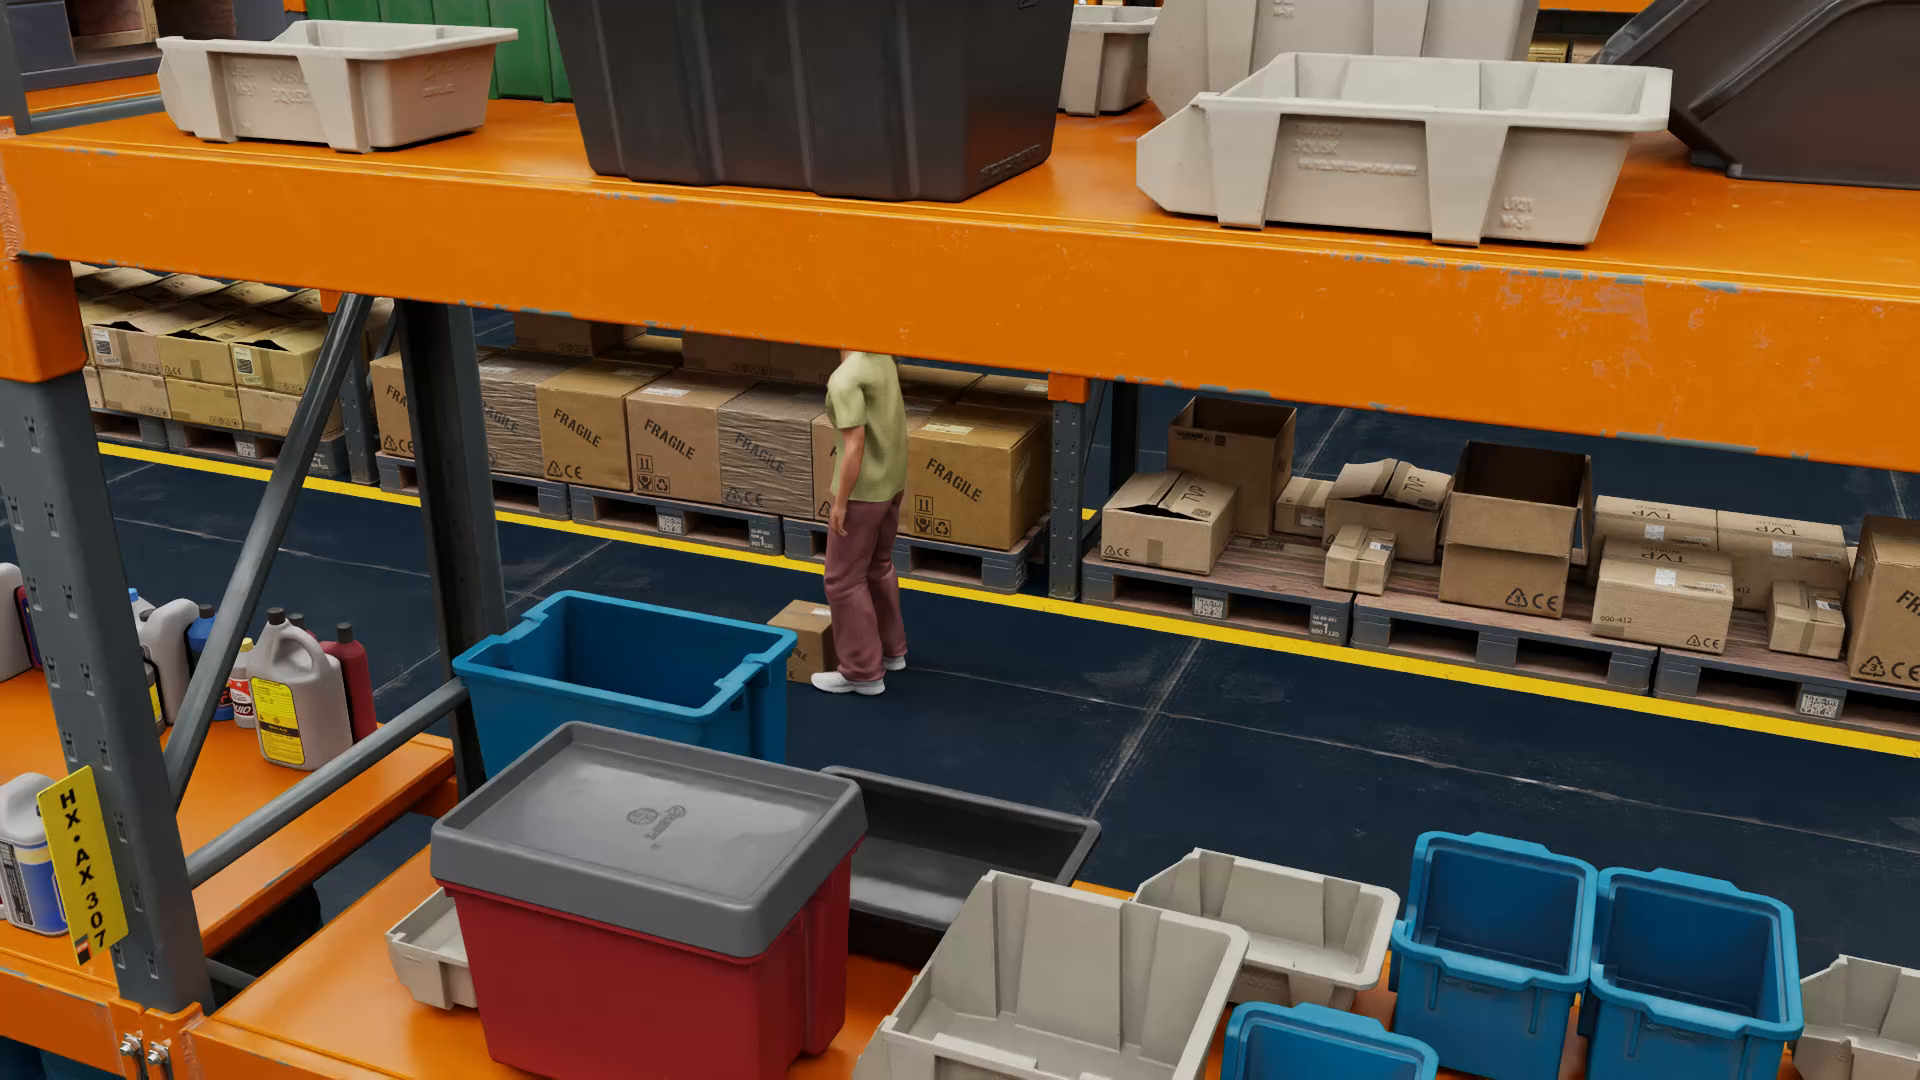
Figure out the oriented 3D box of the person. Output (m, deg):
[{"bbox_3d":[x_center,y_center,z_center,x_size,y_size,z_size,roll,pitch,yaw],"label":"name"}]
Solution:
[{"bbox_3d":[-0.399,-0.194,6.565,0.364,1.671,0.516,8,24,18],"label":"person"}]
